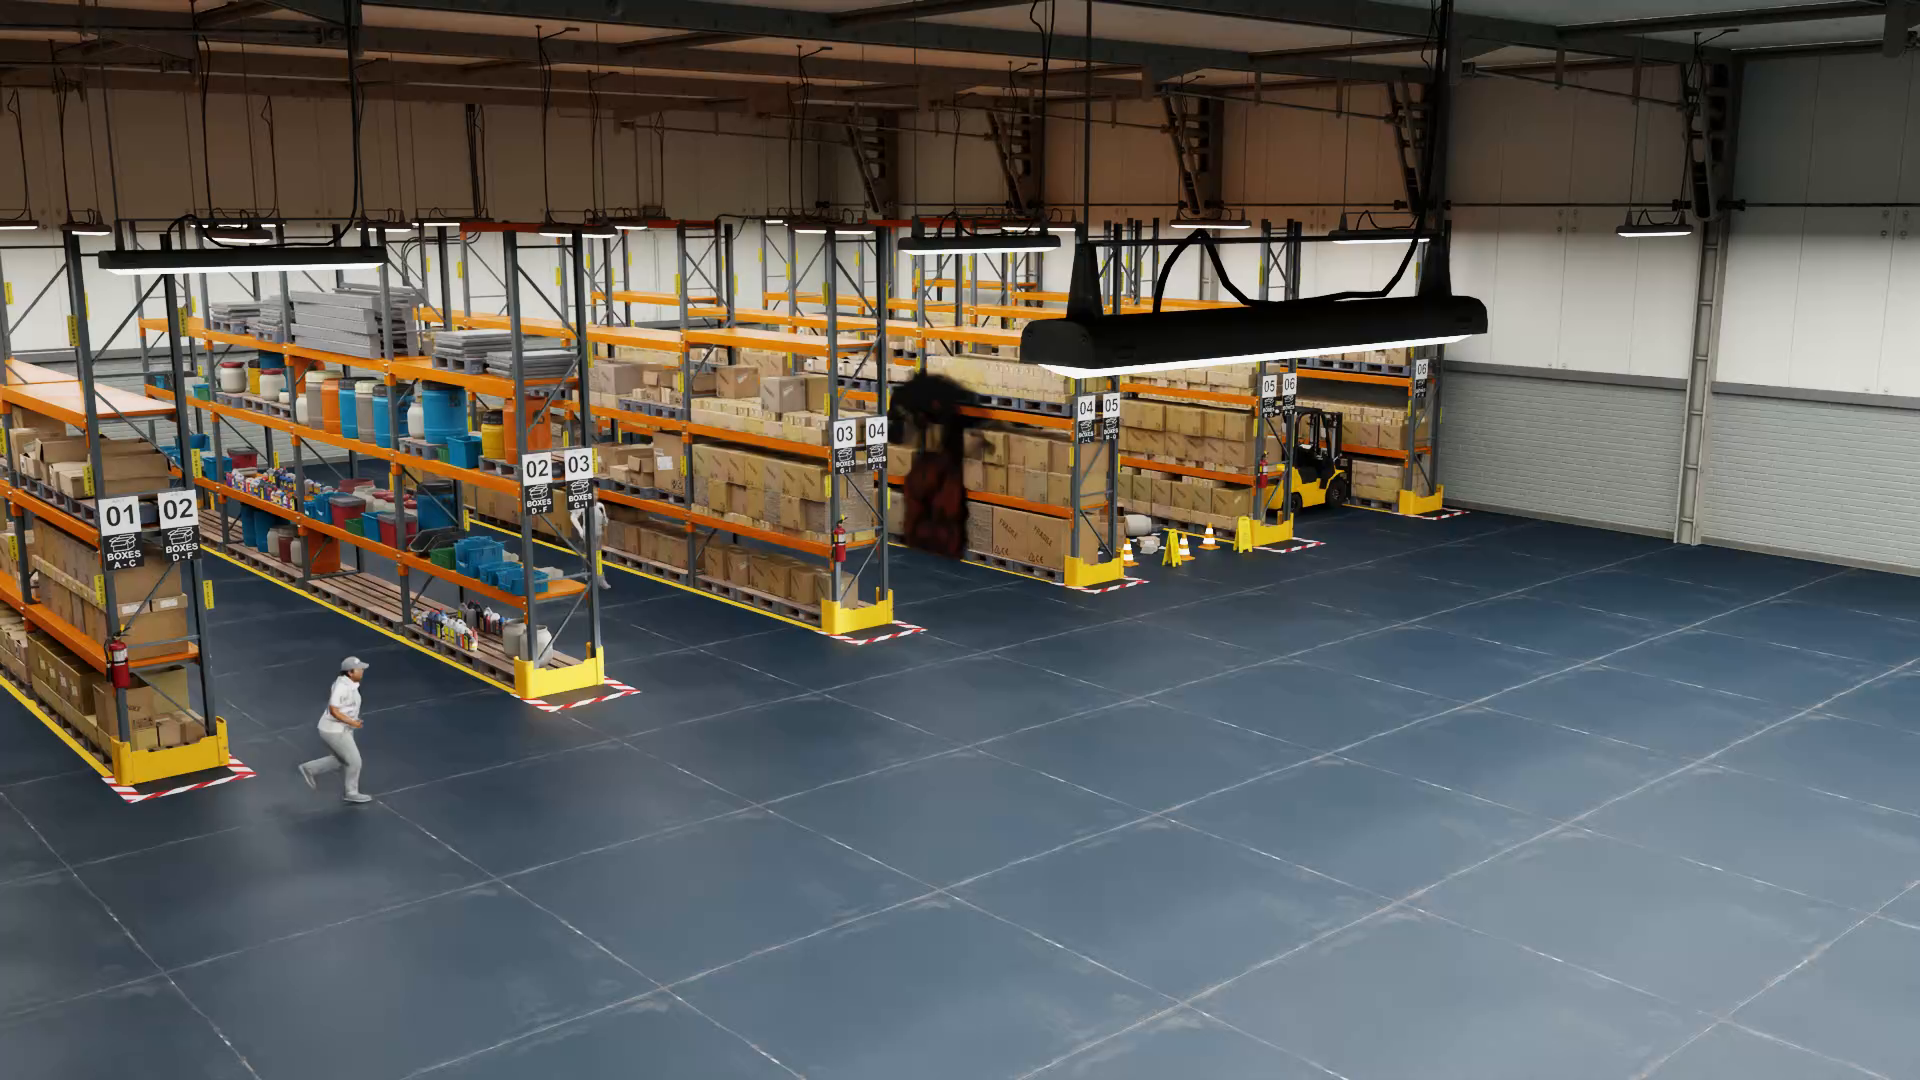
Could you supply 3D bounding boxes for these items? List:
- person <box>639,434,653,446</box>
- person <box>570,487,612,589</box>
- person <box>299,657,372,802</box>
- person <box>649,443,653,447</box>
[{"bbox_3d":[-7.782,-2.891,41.828,0.710,1.736,0.678,9,15,39],"label":"person"},{"bbox_3d":[-6.169,-0.064,27.877,0.846,1.700,0.622,11,16,44],"label":"person"},{"bbox_3d":[-6.674,2.046,17.755,0.789,1.617,0.592,-2,12,-9],"label":"person"},{"bbox_3d":[-6.353,-1.486,35.275,0.691,1.591,1.119,-7,14,-32],"label":"person"}]
